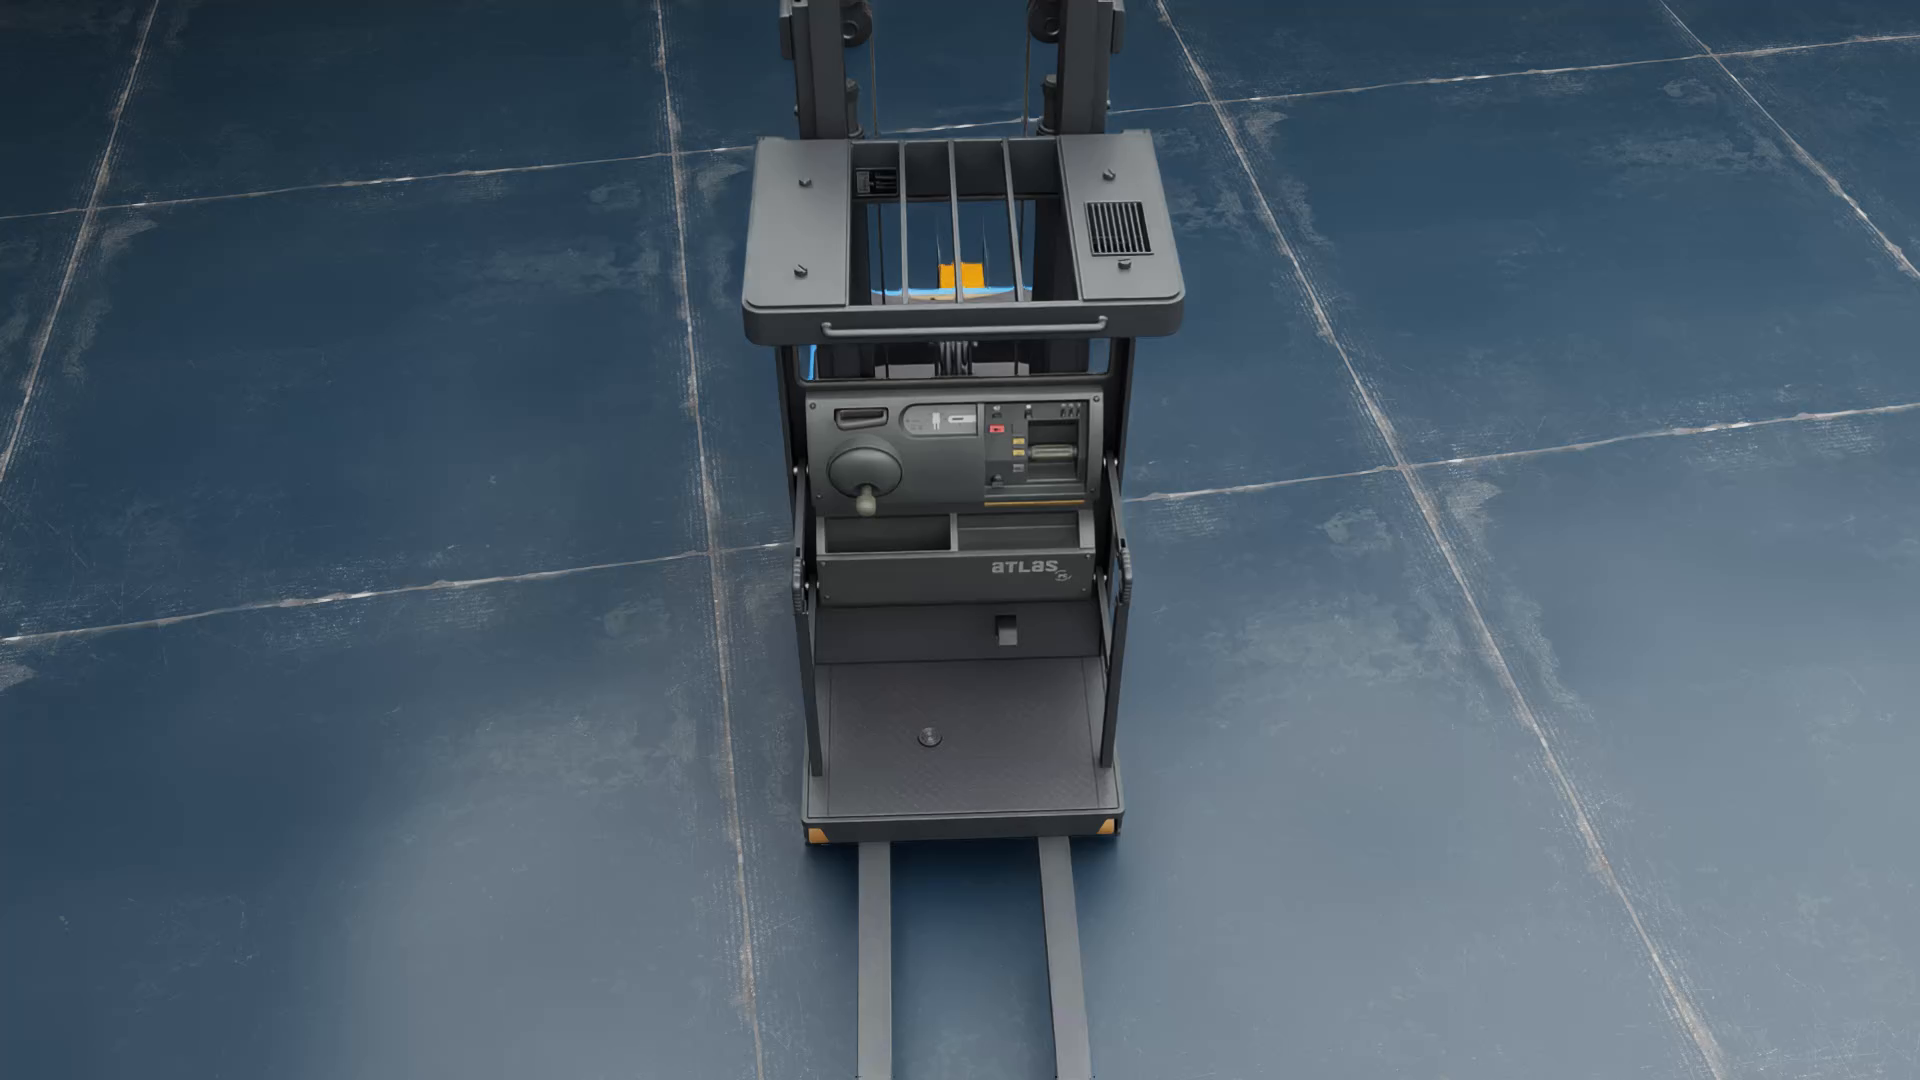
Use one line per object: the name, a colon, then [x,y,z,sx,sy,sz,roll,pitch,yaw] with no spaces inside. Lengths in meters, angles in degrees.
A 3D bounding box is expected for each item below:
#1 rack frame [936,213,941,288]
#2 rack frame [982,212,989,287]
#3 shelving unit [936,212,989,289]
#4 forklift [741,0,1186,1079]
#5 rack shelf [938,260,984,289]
rack frame: [-0.084,-0.775,6.857,0.006,1.200,0.240,-3,46,-2]
rack frame: [0.099,-0.784,6.865,0.006,1.200,0.240,-3,46,-2]
shelving unit: [0.008,-0.780,6.861,0.189,1.200,0.258,-3,46,-2]
forklift: [-0.005,-0.184,5.086,1.130,2.935,3.031,-2,46,-1]
rack shelf: [0.008,-0.998,6.634,0.180,0.103,0.258,-3,46,-2]
